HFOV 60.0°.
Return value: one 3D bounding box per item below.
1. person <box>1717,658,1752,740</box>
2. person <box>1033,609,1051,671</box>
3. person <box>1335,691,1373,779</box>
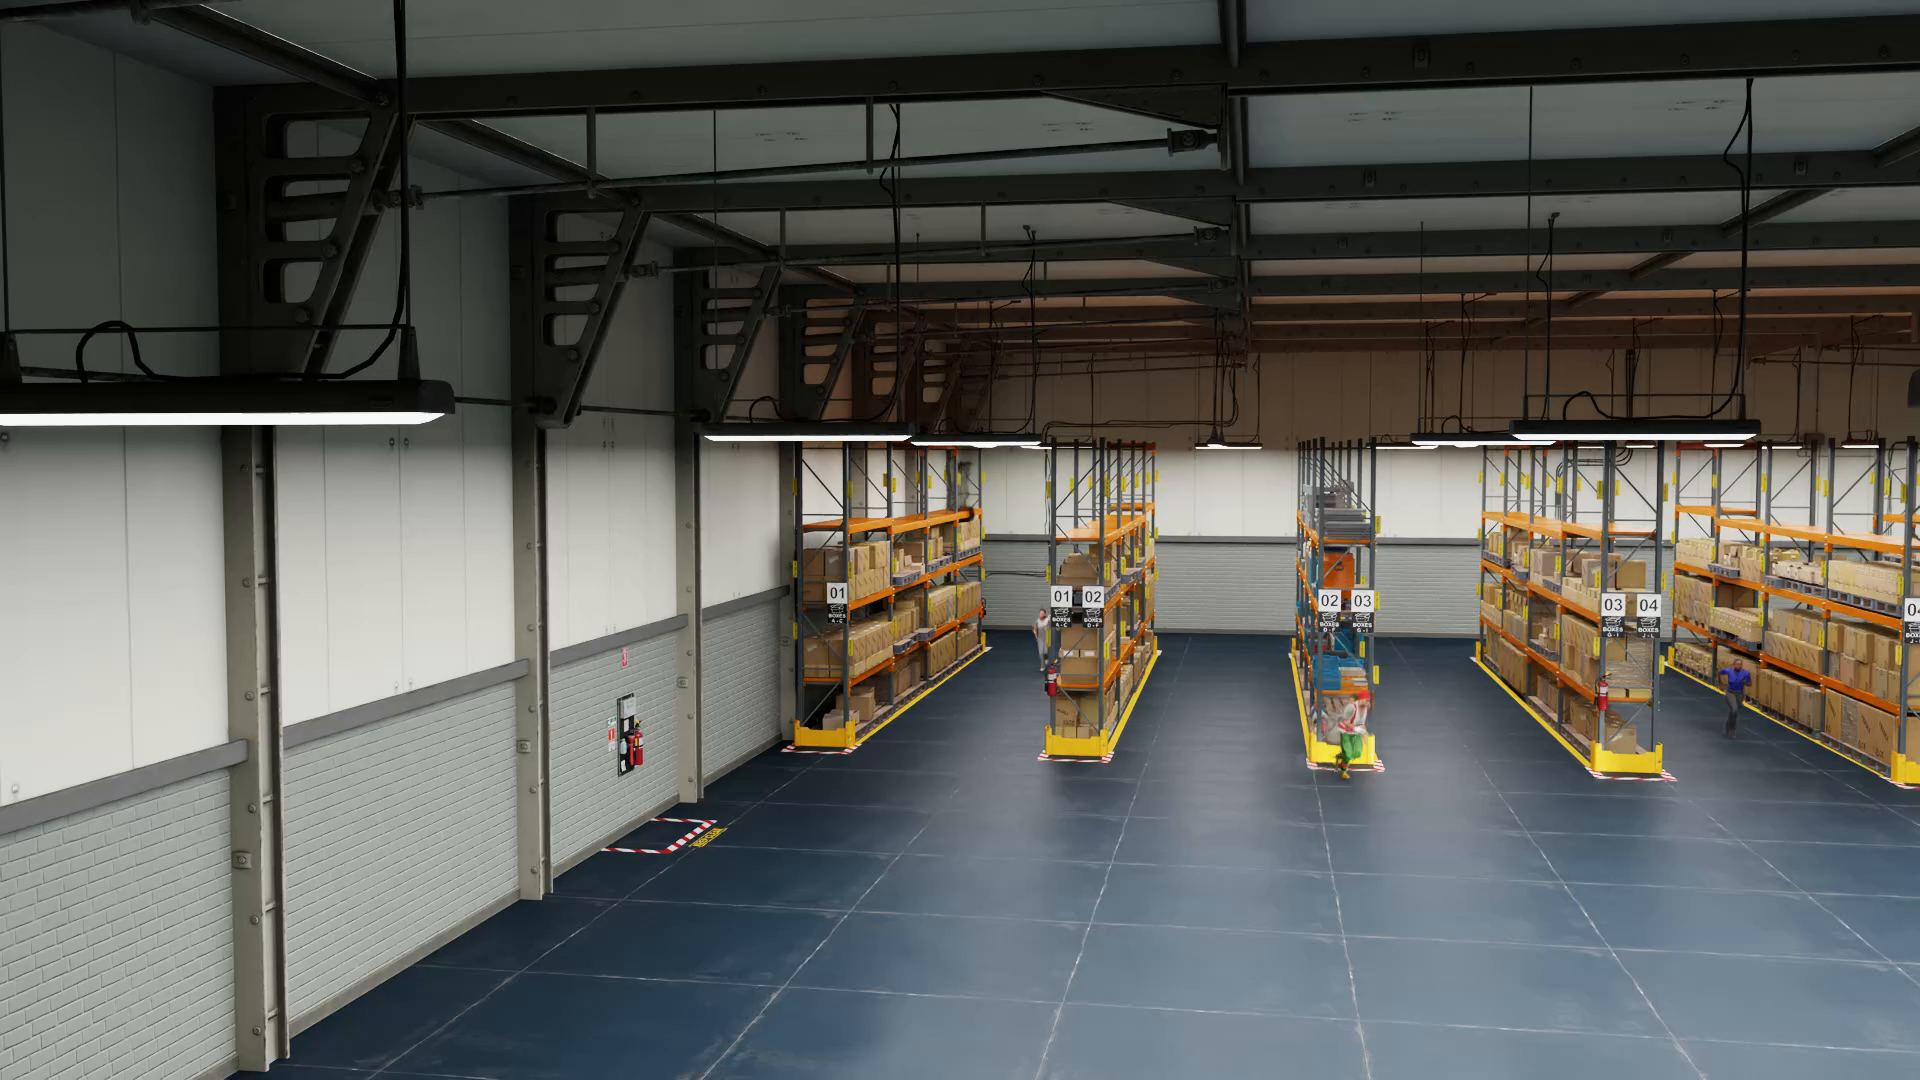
[{"bbox_3d":[15.488,3.158,33.270,0.569,1.637,0.891,0,3,6],"label":"person"},{"bbox_3d":[2.194,2.613,43.489,0.579,1.633,0.638,1,3,15],"label":"person"},{"bbox_3d":[6.889,3.388,29.035,0.682,1.595,0.852,-2,3,-30],"label":"person"}]
